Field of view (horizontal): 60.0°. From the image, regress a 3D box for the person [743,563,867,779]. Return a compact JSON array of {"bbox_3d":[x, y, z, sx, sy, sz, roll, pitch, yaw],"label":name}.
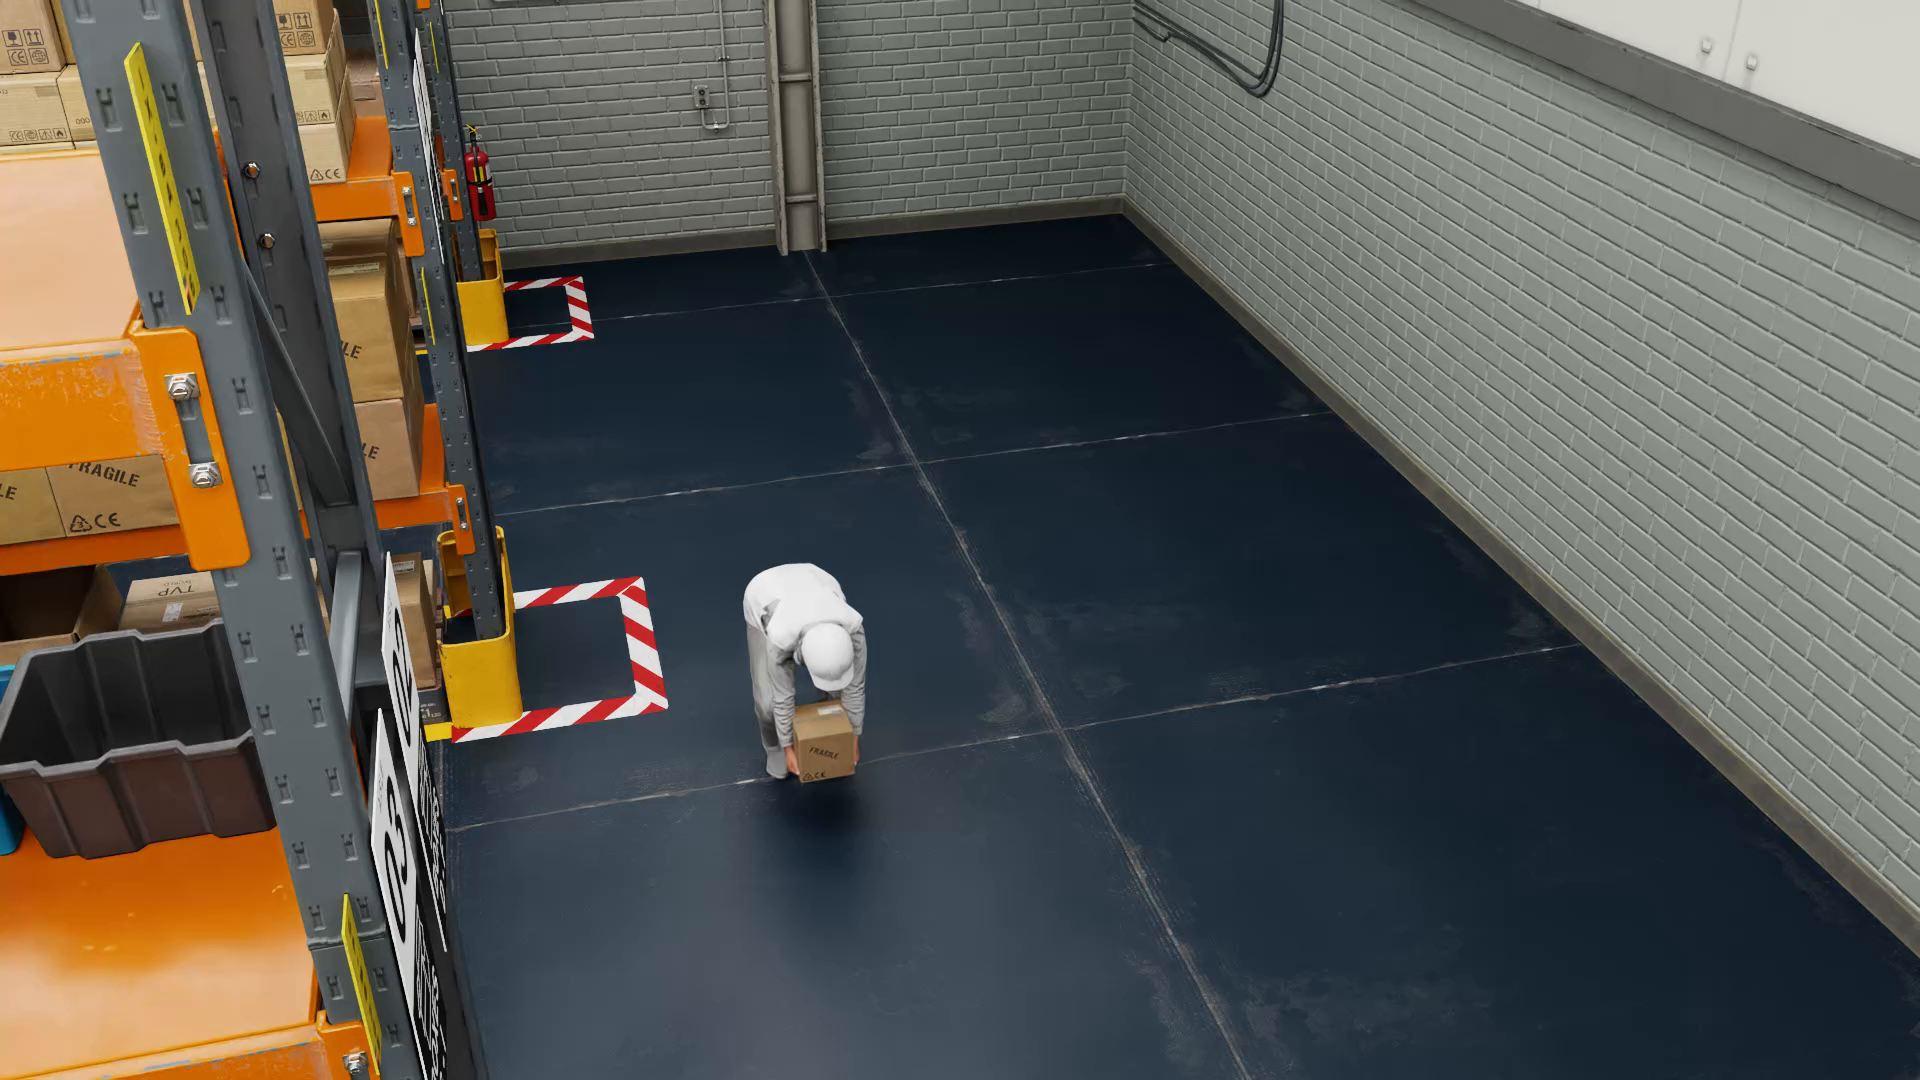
[{"bbox_3d":[-0.697,0.685,7.692,0.487,1.112,0.994,-9,31,-16],"label":"person"}]
